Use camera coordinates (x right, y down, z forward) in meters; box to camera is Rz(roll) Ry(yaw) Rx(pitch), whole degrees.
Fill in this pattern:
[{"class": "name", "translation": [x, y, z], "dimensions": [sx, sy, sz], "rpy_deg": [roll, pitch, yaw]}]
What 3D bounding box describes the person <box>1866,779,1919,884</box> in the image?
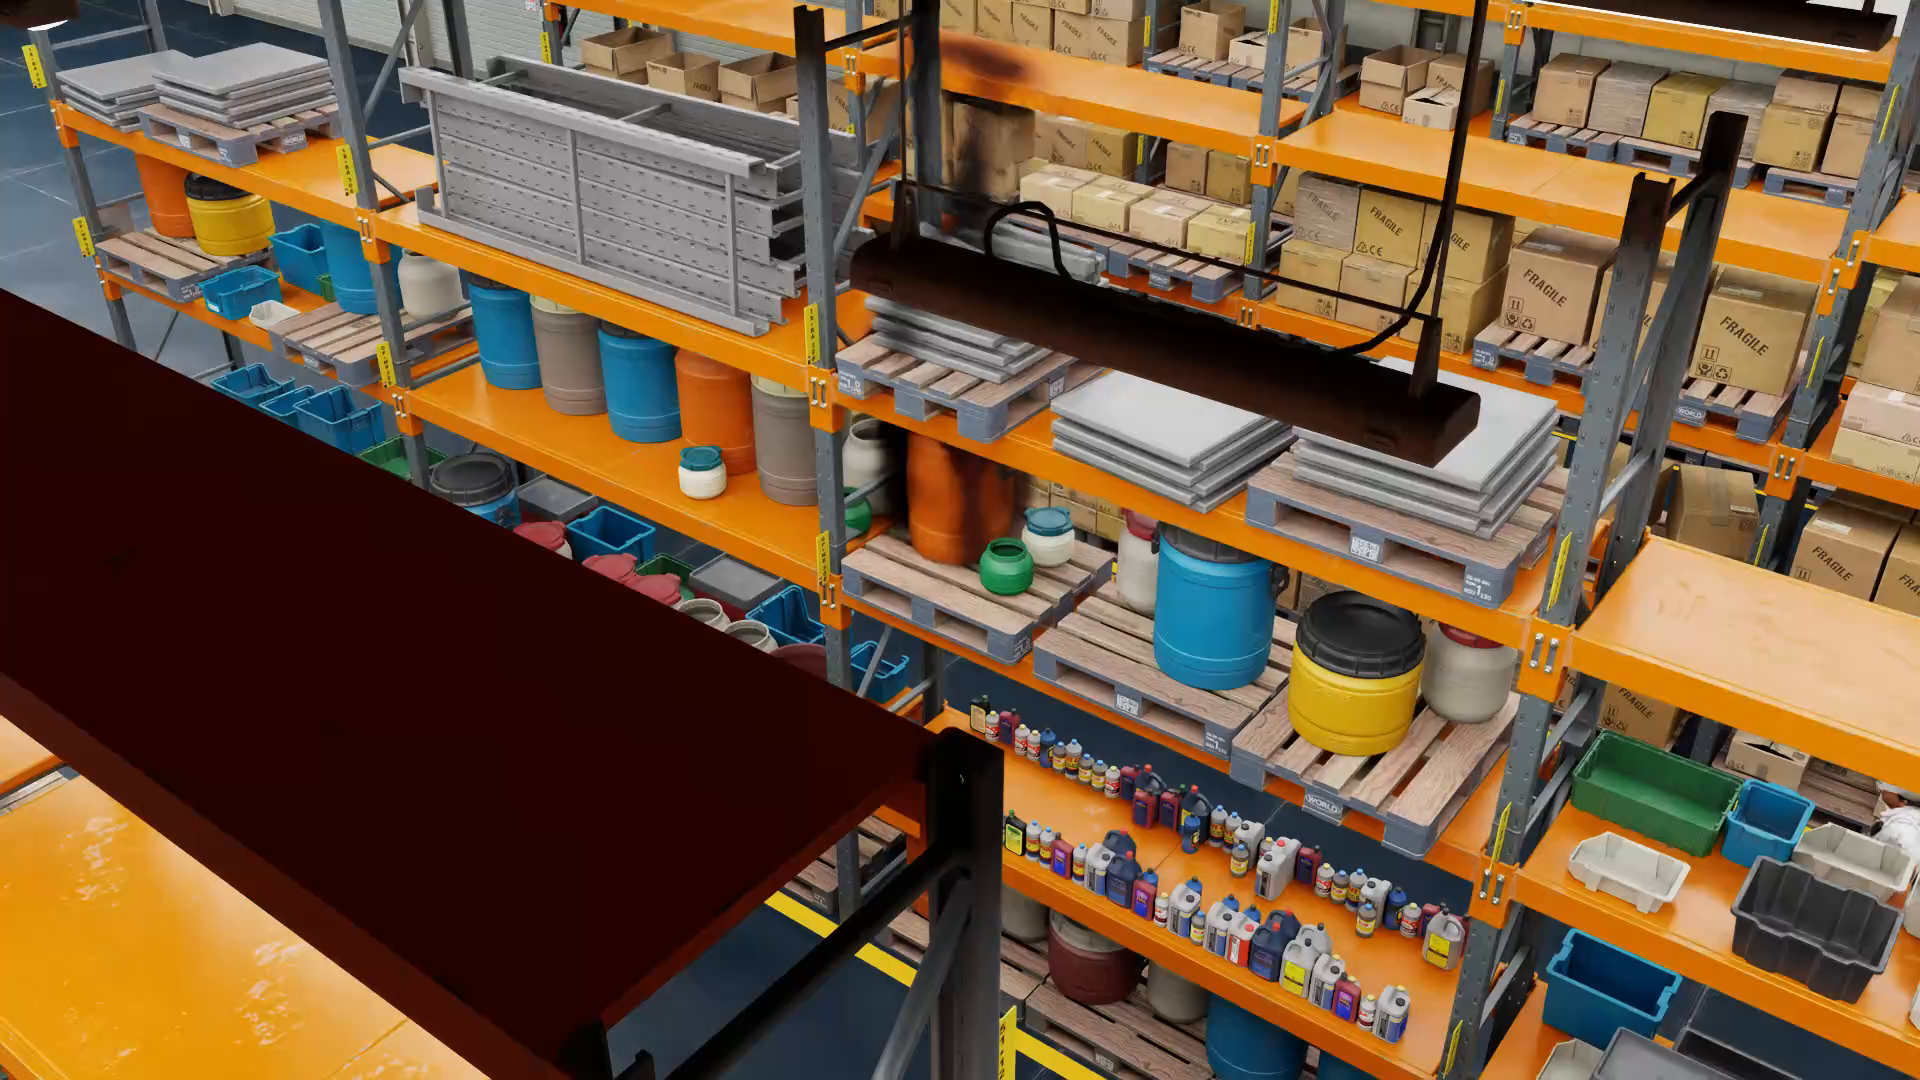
[{"class": "person", "translation": [5.792, 2.164, 10.239], "dimensions": [0.696, 1.640, 0.631], "rpy_deg": [20, 37, 29]}]
